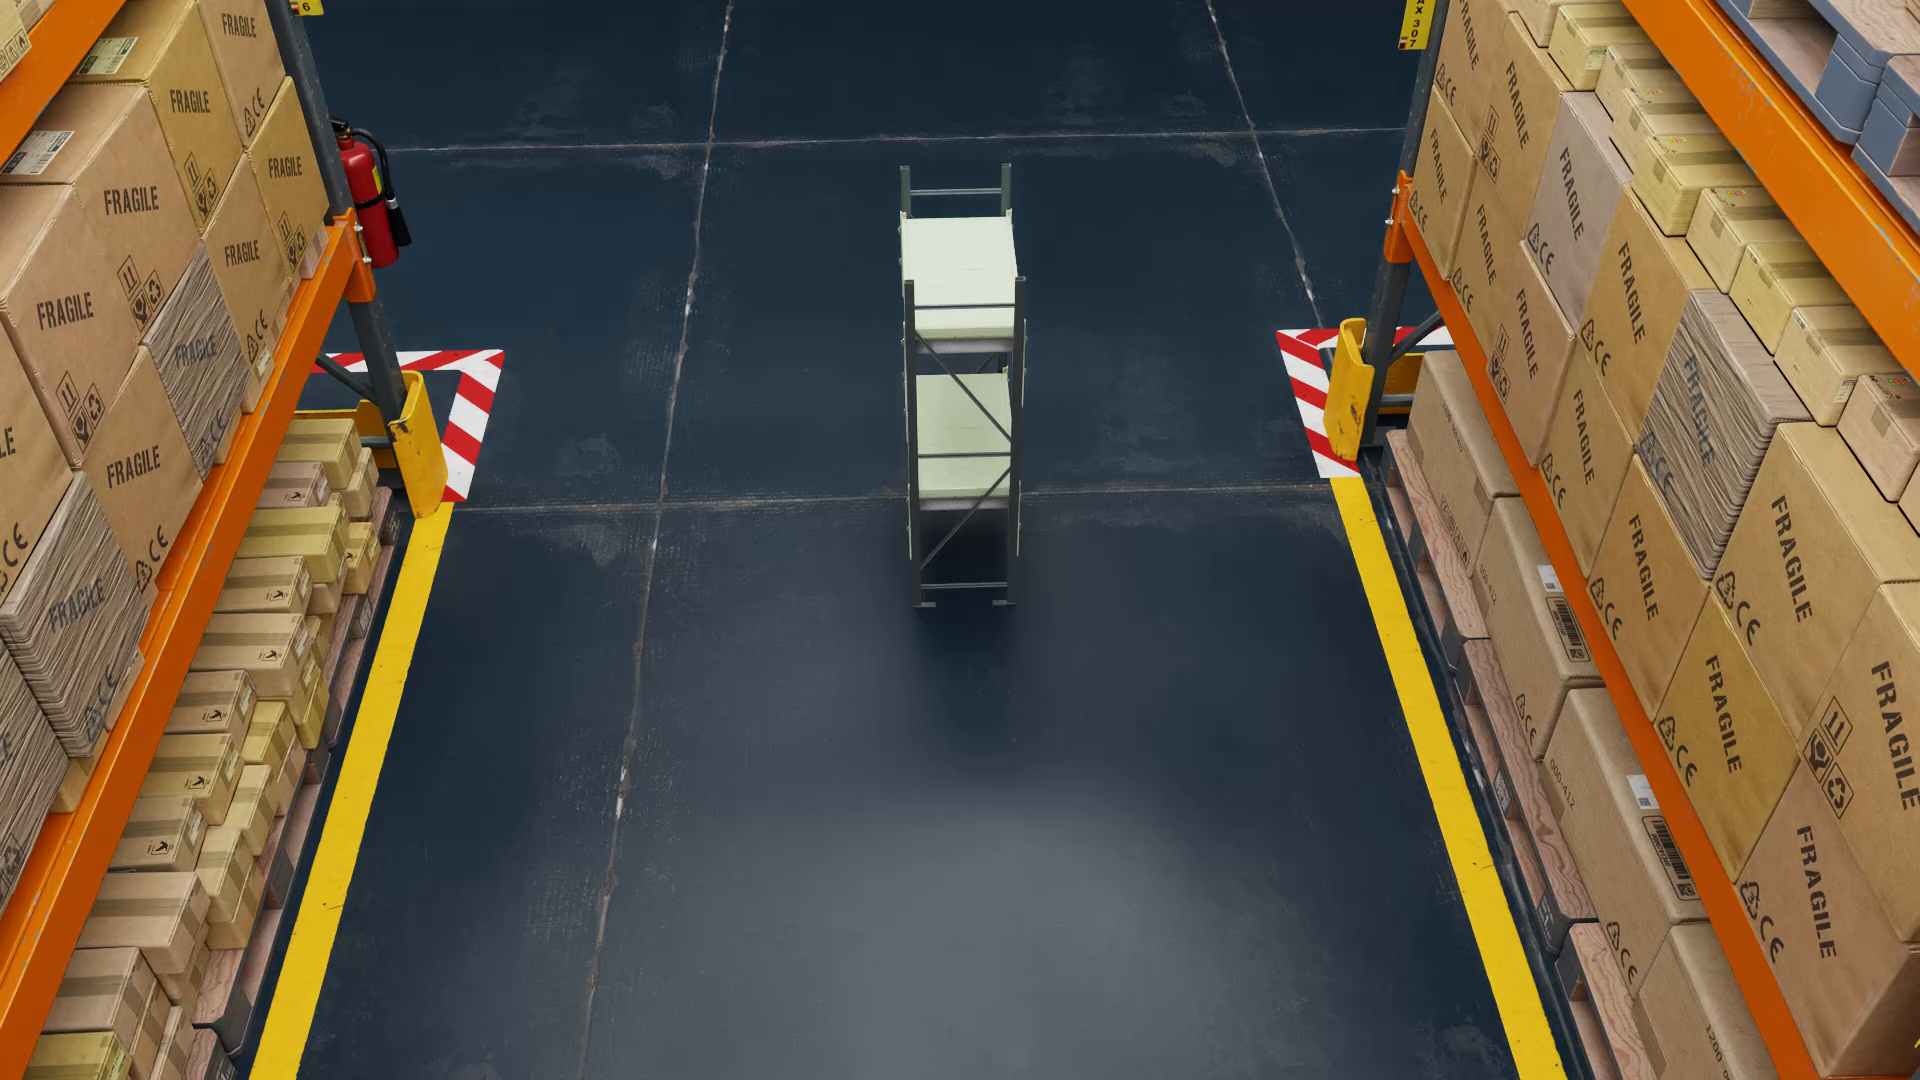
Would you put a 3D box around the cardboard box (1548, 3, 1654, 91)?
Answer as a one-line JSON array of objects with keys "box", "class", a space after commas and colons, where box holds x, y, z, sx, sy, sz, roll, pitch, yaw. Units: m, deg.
[{"box": [1.934, -1.424, 4.789, 0.380, 0.149, 0.250, -3, 43, -3], "class": "cardboard box"}]

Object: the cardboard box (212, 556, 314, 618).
[{"box": [-2.439, 0.199, 5.672, 0.380, 0.149, 0.250, -3, 43, -4], "class": "cardboard box"}]

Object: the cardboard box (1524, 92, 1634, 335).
[{"box": [1.982, -0.935, 4.736, 0.500, 0.500, 0.500, -2, 43, -2], "class": "cardboard box"}]

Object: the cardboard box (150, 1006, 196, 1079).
[{"box": [-2.413, 1.478, 4.716, 0.380, 0.149, 0.250, -2, 43, -3], "class": "cardboard box"}]

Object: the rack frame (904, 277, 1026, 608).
[{"box": [0.016, -0.301, 5.969, 0.400, 1.500, 0.023, -2, 43, -2], "class": "rack frame"}]

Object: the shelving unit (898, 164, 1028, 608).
[{"box": [0.000, -0.548, 6.238, 0.431, 1.500, 0.755, -2, 43, -2], "class": "shelving unit"}]

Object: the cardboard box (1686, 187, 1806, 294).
[{"box": [2.010, -0.731, 4.033, 0.380, 0.149, 0.250, -2, 43, -2], "class": "cardboard box"}]

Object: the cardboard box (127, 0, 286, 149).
[{"box": [-2.486, -1.561, 5.198, 0.500, 0.500, 0.500, -2, 43, -3], "class": "cardboard box"}]

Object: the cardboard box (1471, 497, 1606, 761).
[{"box": [2.363, 0.292, 5.796, 0.875, 0.438, 0.875, -1, 43, -1], "class": "cardboard box"}]

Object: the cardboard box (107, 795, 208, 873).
[{"box": [-2.461, 0.903, 4.903, 0.380, 0.149, 0.250, -3, 43, -4], "class": "cardboard box"}]

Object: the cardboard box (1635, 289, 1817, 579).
[{"box": [2.017, -0.259, 3.999, 0.500, 0.500, 0.500, -1, 43, -1], "class": "cardboard box"}]

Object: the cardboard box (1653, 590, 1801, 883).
[{"box": [2.055, 0.453, 3.962, 0.500, 0.500, 0.500, -3, 43, -3], "class": "cardboard box"}]

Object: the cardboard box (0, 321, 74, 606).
[{"box": [-2.387, -0.164, 3.675, 0.500, 0.500, 0.500, -1, 43, -1], "class": "cardboard box"}]

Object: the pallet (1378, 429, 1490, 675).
[{"box": [2.300, 0.008, 6.585, 1.003, 0.211, 1.213, -2, 43, -2], "class": "pallet"}]

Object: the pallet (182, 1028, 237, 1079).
[{"box": [-2.648, 1.929, 4.490, 1.003, 0.211, 1.213, -2, 43, -2], "class": "pallet"}]

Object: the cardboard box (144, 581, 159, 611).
[{"box": [-2.431, 0.178, 4.522, 0.380, 0.149, 0.250, 0, 43, 0], "class": "cardboard box"}]

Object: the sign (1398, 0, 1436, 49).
[{"box": [1.633, -1.894, 5.897, 0.100, 0.325, 0.005, -2, 43, -2], "class": "sign"}]

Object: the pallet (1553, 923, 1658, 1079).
[{"box": [2.403, 1.655, 4.788, 1.003, 0.211, 1.213, -2, 43, -2], "class": "pallet"}]

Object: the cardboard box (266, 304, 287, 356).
[{"box": [-2.459, -0.705, 5.485, 0.380, 0.149, 0.250, -2, 43, -2], "class": "cardboard box"}]

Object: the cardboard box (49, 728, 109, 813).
[{"box": [-2.369, 0.539, 4.128, 0.380, 0.149, 0.250, -1, 43, -1], "class": "cardboard box"}]

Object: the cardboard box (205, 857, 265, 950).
[{"box": [-2.374, 1.119, 5.108, 0.380, 0.149, 0.250, -3, 43, -3], "class": "cardboard box"}]

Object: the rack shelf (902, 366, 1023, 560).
[{"box": [0.000, -0.308, 6.459, 0.431, 0.370, 0.720, -2, 43, -2], "class": "rack shelf"}]

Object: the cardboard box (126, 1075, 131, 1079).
[{"box": [-2.426, 1.554, 4.414, 0.380, 0.149, 0.250, -2, 43, -2], "class": "cardboard box"}]

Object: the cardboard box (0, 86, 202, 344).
[{"box": [-2.433, -0.868, 4.443, 0.500, 0.500, 0.500, 0, 43, 0], "class": "cardboard box"}]

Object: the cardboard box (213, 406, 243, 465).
[{"box": [-2.443, -0.354, 5.103, 0.380, 0.149, 0.250, -3, 43, -4], "class": "cardboard box"}]

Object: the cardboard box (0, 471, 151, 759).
[{"box": [-2.367, 0.190, 4.029, 0.500, 0.500, 0.500, -2, 43, -3], "class": "cardboard box"}]

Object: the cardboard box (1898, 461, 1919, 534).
[{"box": [2.123, -0.050, 3.291, 0.380, 0.149, 0.250, -2, 43, -2], "class": "cardboard box"}]

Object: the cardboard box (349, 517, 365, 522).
[{"box": [-2.523, -0.102, 6.440, 0.380, 0.149, 0.250, -1, 43, -1], "class": "cardboard box"}]

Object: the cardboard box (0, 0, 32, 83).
[{"box": [-2.391, -1.060, 3.578, 0.500, 0.250, 0.500, 0, 43, 0], "class": "cardboard box"}]

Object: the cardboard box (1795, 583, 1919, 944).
[{"box": [2.062, 0.427, 3.250, 0.500, 0.500, 0.500, -2, 43, -2], "class": "cardboard box"}]

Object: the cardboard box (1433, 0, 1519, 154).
[{"box": [1.923, -1.631, 5.495, 0.500, 0.500, 0.500, -3, 43, -3], "class": "cardboard box"}]

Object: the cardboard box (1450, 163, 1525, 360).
[{"box": [1.970, -0.921, 5.461, 0.500, 0.500, 0.500, -2, 43, -2], "class": "cardboard box"}]

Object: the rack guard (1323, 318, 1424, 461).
[{"box": [2.187, -0.652, 7.092, 1.175, 0.500, 0.348, -2, 43, -2], "class": "rack guard"}]

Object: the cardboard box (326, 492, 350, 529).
[{"box": [-2.489, -0.035, 6.147, 0.380, 0.149, 0.250, -3, 43, -3], "class": "cardboard box"}]

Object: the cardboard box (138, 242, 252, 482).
[{"box": [-2.430, -0.508, 4.790, 0.500, 0.500, 0.500, -2, 43, -2], "class": "cardboard box"}]

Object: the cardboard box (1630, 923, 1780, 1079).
[{"box": [2.438, 1.506, 4.473, 0.875, 0.438, 0.875, -2, 43, -2], "class": "cardboard box"}]

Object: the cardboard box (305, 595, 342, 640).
[{"box": [-2.486, 0.250, 6.057, 0.380, 0.149, 0.250, -2, 43, -2], "class": "cardboard box"}]

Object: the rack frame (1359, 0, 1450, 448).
[{"box": [2.188, -1.558, 6.229, 1.000, 3.000, 0.127, -2, 43, -2], "class": "rack frame"}]

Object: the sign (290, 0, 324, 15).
[{"box": [-2.198, -1.893, 5.504, 0.100, 0.325, 0.005, -2, 43, -2], "class": "sign"}]

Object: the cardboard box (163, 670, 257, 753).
[{"box": [-2.472, 0.560, 5.278, 0.380, 0.149, 0.250, -3, 43, -3], "class": "cardboard box"}]

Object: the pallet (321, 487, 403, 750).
[{"box": [-2.751, 0.281, 6.287, 1.003, 0.211, 1.213, -2, 43, -2], "class": "pallet"}]

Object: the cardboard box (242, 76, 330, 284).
[{"box": [-2.477, -1.198, 5.543, 0.500, 0.500, 0.500, -1, 43, -1], "class": "cardboard box"}]

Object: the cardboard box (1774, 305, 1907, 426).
[{"box": [2.048, -0.389, 3.660, 0.380, 0.149, 0.250, -2, 43, -2], "class": "cardboard box"}]

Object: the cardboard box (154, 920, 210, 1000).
[{"box": [-2.423, 1.185, 4.816, 0.380, 0.149, 0.250, 0, 43, 0], "class": "cardboard box"}]

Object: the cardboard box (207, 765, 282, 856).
[{"box": [-2.356, 0.846, 5.186, 0.380, 0.149, 0.250, -1, 43, -1], "class": "cardboard box"}]

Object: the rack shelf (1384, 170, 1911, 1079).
[{"box": [2.273, 0.058, 4.999, 1.077, 0.370, 4.000, -2, 43, -2], "class": "rack shelf"}]

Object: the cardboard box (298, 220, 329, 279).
[{"box": [-2.457, -1.043, 5.853, 0.380, 0.149, 0.250, -2, 43, -2], "class": "cardboard box"}]

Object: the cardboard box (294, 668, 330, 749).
[{"box": [-2.389, 0.586, 5.689, 0.380, 0.149, 0.250, -3, 43, -4], "class": "cardboard box"}]

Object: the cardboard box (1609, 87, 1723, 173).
[{"box": [1.966, -1.078, 4.412, 0.380, 0.149, 0.250, -1, 43, -1], "class": "cardboard box"}]

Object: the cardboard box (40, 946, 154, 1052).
[{"box": [-2.438, 1.259, 4.515, 0.380, 0.149, 0.250, -3, 43, -3], "class": "cardboard box"}]

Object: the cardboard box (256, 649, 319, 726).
[{"box": [-2.387, 0.487, 5.577, 0.380, 0.149, 0.250, -1, 43, -1], "class": "cardboard box"}]

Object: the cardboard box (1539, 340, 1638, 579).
[{"box": [2.012, -0.240, 4.718, 0.500, 0.500, 0.500, 0, 43, 0], "class": "cardboard box"}]

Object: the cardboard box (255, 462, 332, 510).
[{"box": [-2.525, -0.149, 6.051, 0.380, 0.149, 0.250, -1, 43, -1], "class": "cardboard box"}]
